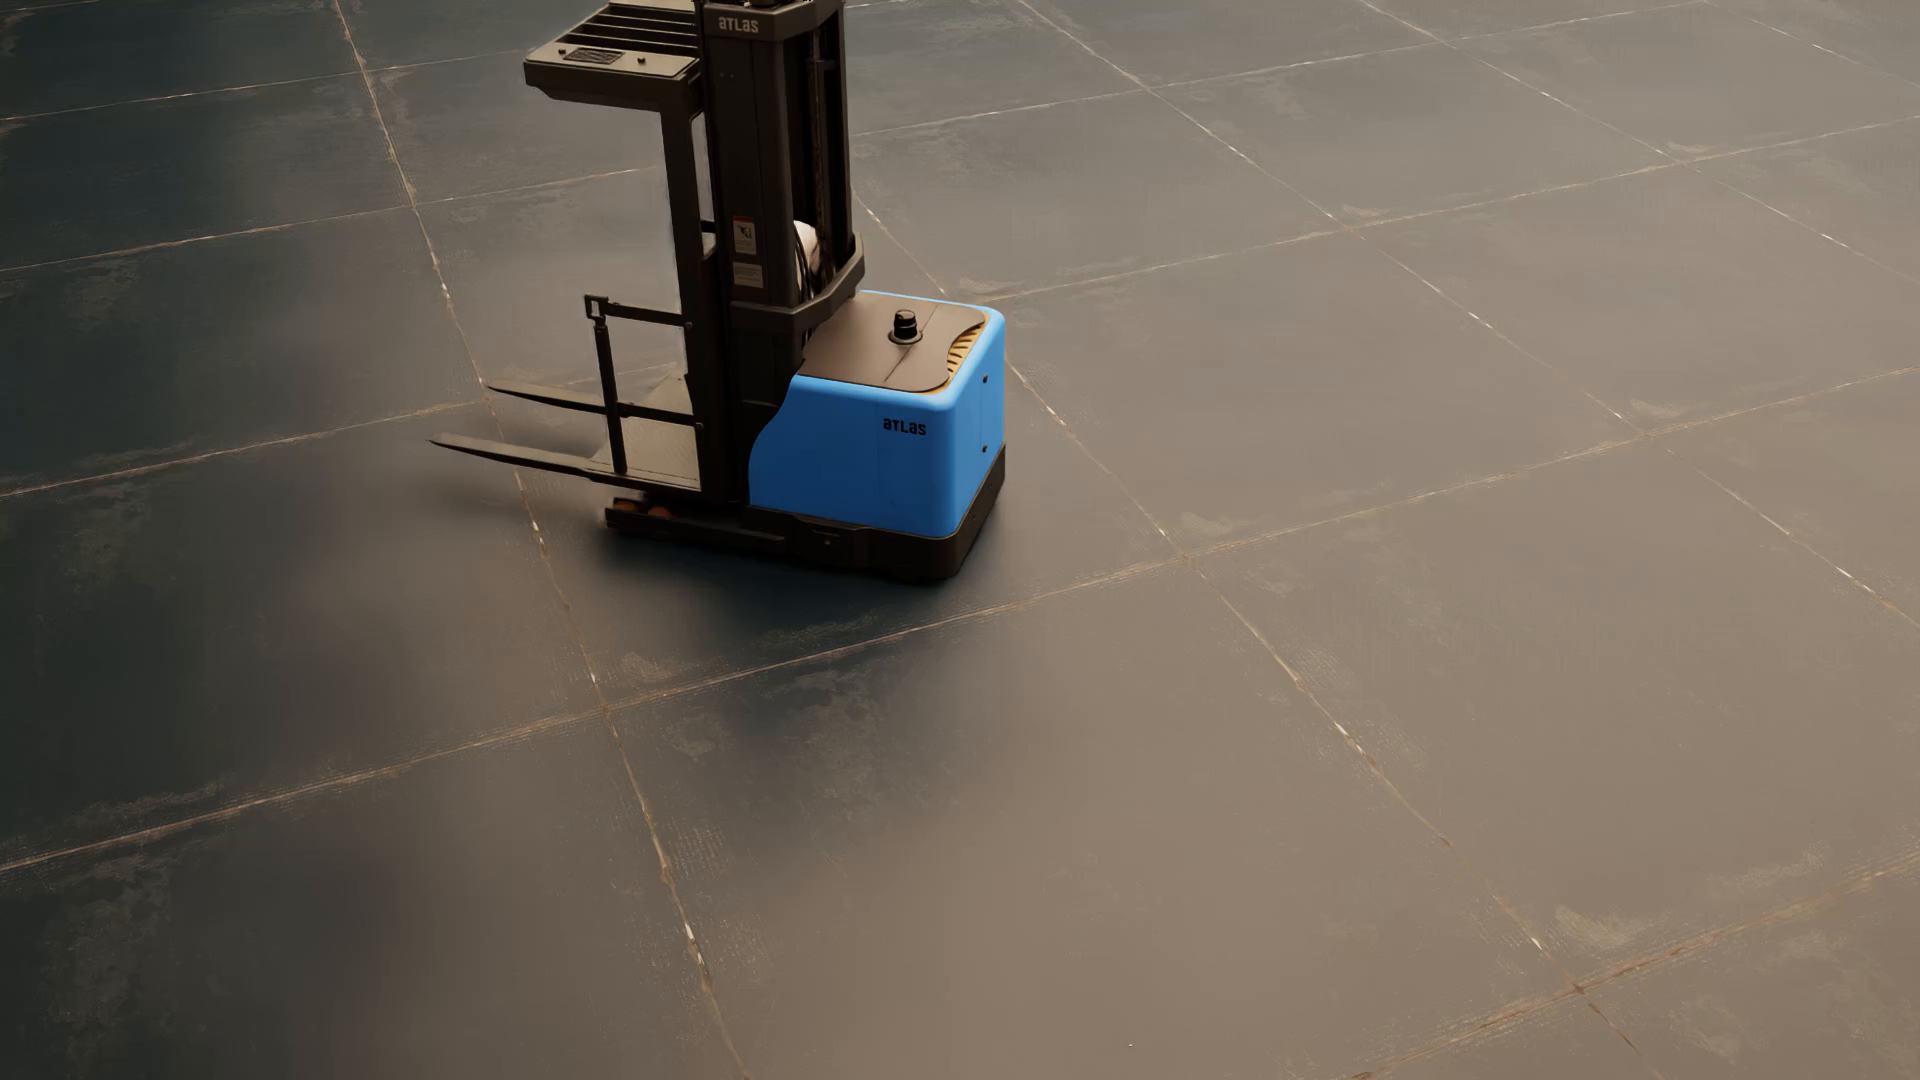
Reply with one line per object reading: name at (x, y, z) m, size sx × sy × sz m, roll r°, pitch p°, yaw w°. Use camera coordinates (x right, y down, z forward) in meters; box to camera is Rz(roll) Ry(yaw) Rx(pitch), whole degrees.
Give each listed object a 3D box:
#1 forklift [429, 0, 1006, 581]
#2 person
forklift at (-1.333, -1.479, 8.178) m, size 3.031 × 2.935 × 1.130 m, roll 10°, pitch 37°, yaw 14°
person at (-1.034, -1.124, 8.708) m, size 0.855 × 1.635 × 1.074 m, roll -18°, pitch 39°, yaw -24°
